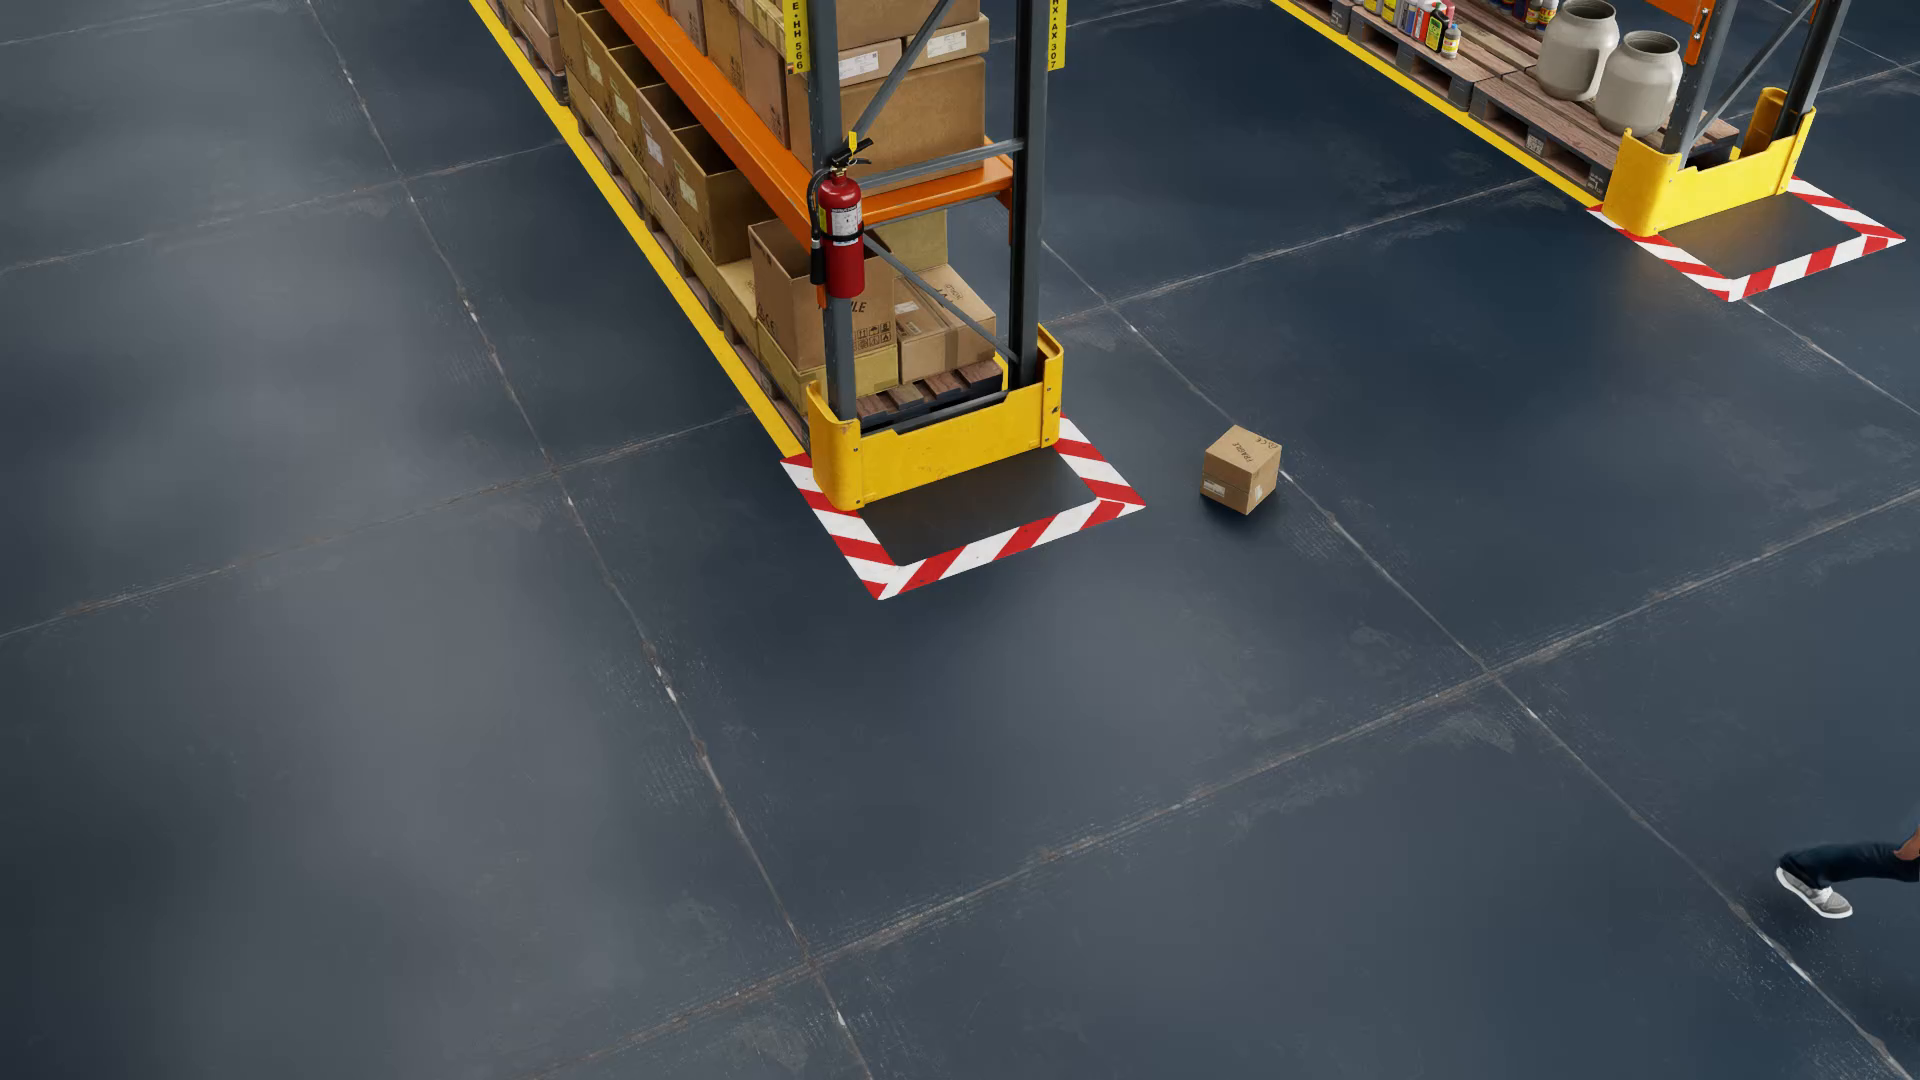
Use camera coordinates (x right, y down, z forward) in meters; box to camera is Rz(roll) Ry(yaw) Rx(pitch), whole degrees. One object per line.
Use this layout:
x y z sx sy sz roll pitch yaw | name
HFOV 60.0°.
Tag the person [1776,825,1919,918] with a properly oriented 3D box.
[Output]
3.184 0.895 5.160 0.424 1.543 0.938 -31 50 -30 | person
